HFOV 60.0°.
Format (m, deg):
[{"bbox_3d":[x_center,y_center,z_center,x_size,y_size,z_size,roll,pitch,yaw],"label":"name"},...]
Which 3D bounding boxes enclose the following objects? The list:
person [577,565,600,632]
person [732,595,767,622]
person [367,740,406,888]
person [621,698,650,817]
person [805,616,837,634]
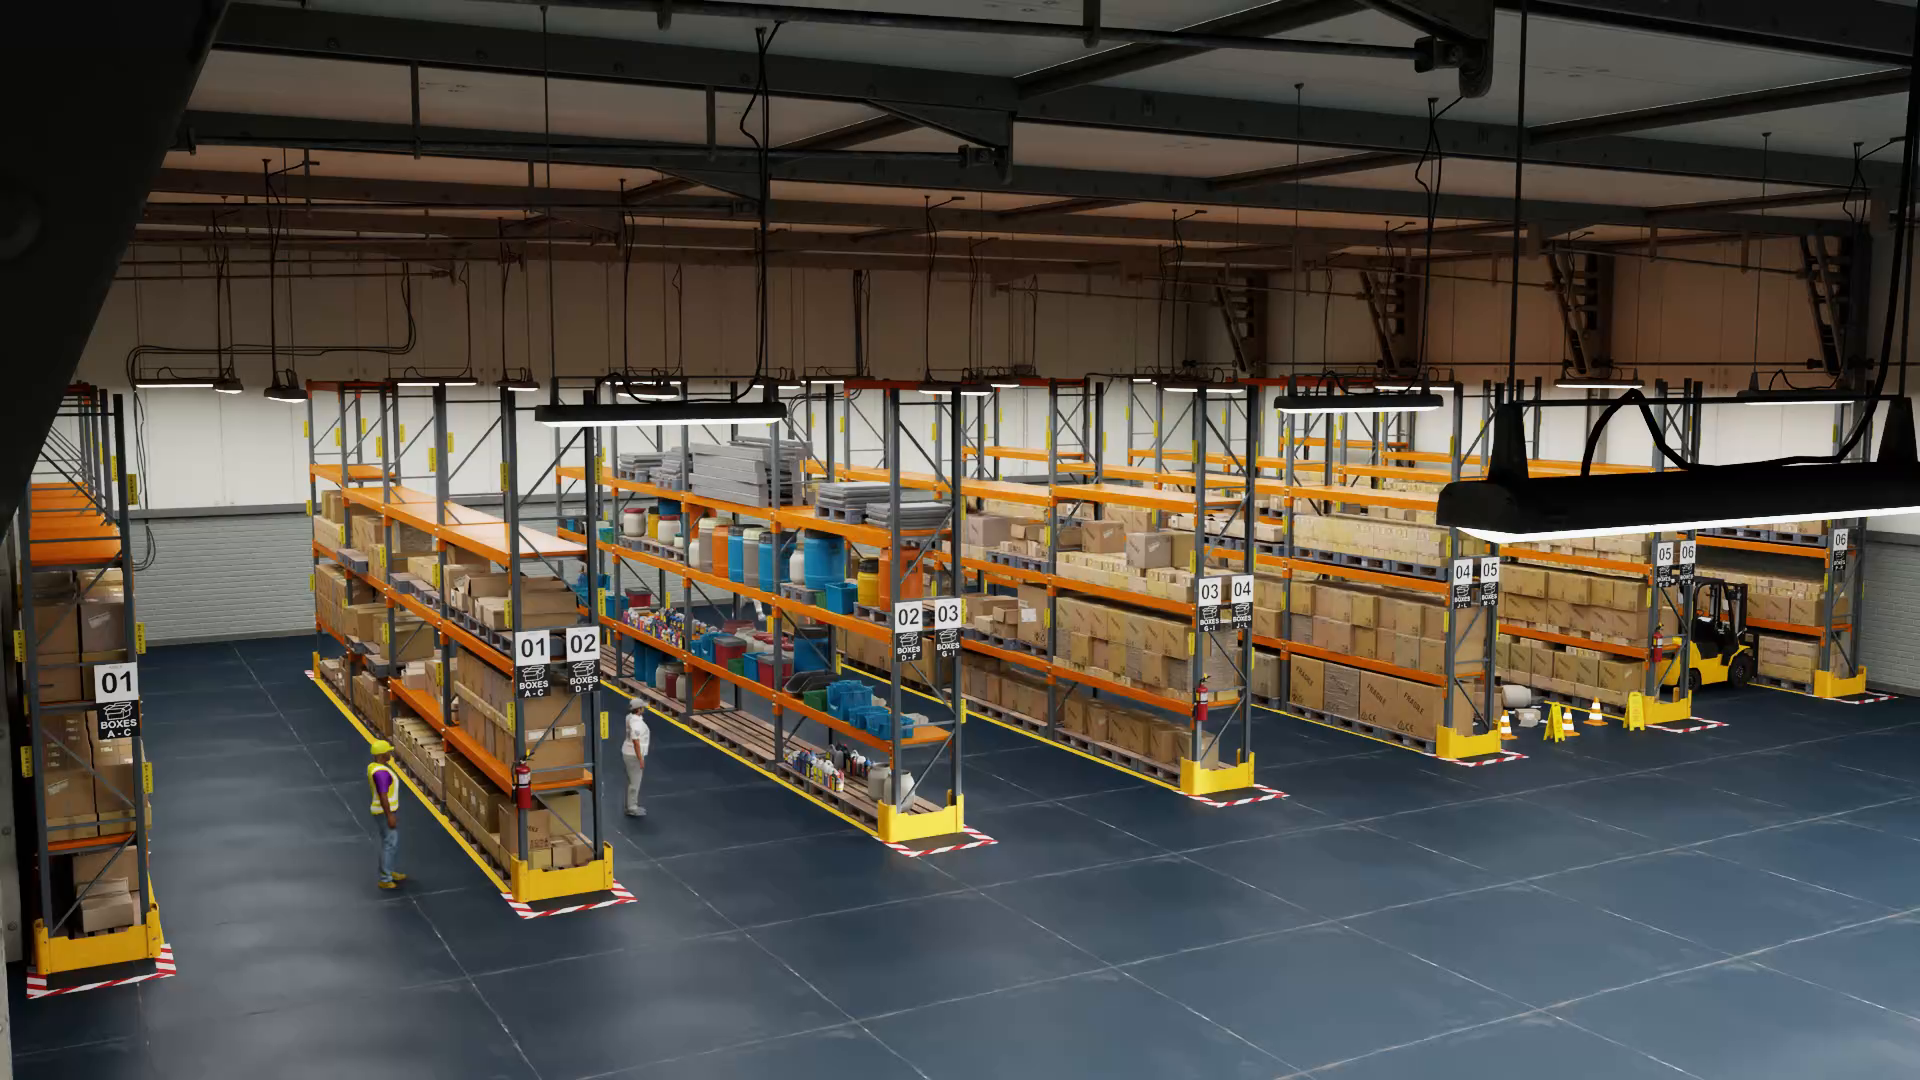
[{"bbox_3d":[-8.822,1.378,38.994,0.865,1.605,0.504,-1,6,-6],"label":"person"},{"bbox_3d":[-5.110,1.139,40.619,1.013,1.747,0.664,3,7,29],"label":"person"},{"bbox_3d":[-7.013,3.339,20.300,0.426,1.826,0.650,-1,6,-11],"label":"person"},{"bbox_3d":[-4.547,3.030,23.334,0.408,1.666,0.532,-1,6,-11],"label":"person"},{"bbox_3d":[-2.629,1.851,32.464,0.723,1.704,1.014,-3,7,-23],"label":"person"}]
